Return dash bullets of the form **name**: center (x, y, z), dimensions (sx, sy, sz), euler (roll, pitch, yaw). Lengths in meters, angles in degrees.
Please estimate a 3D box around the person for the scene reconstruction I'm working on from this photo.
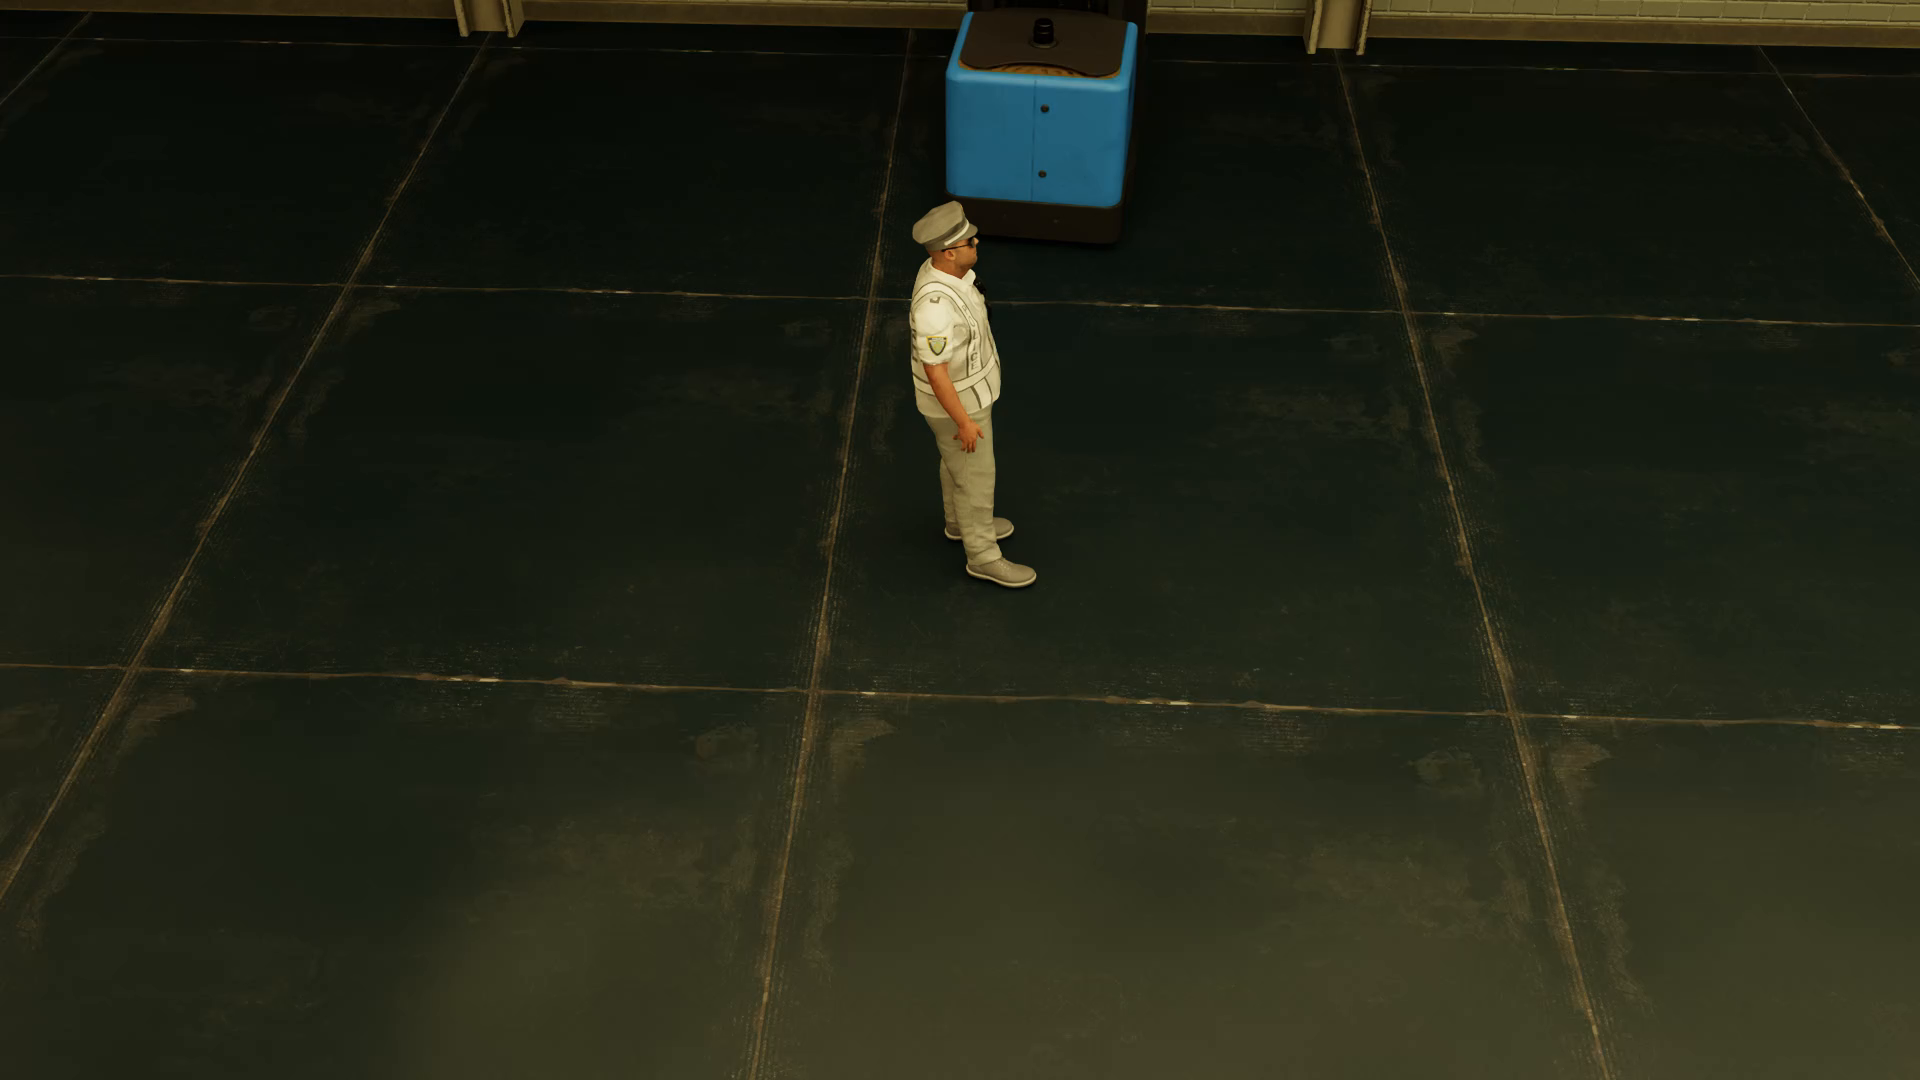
- **person**: center (0.078, -0.654, 7.299), dimensions (0.574, 1.781, 0.641), euler (2, 42, 2)

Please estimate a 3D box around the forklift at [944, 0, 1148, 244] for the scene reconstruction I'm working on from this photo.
- **forklift**: center (0.626, -3.806, 9.911), dimensions (1.130, 2.935, 3.031), euler (6, 43, 6)
